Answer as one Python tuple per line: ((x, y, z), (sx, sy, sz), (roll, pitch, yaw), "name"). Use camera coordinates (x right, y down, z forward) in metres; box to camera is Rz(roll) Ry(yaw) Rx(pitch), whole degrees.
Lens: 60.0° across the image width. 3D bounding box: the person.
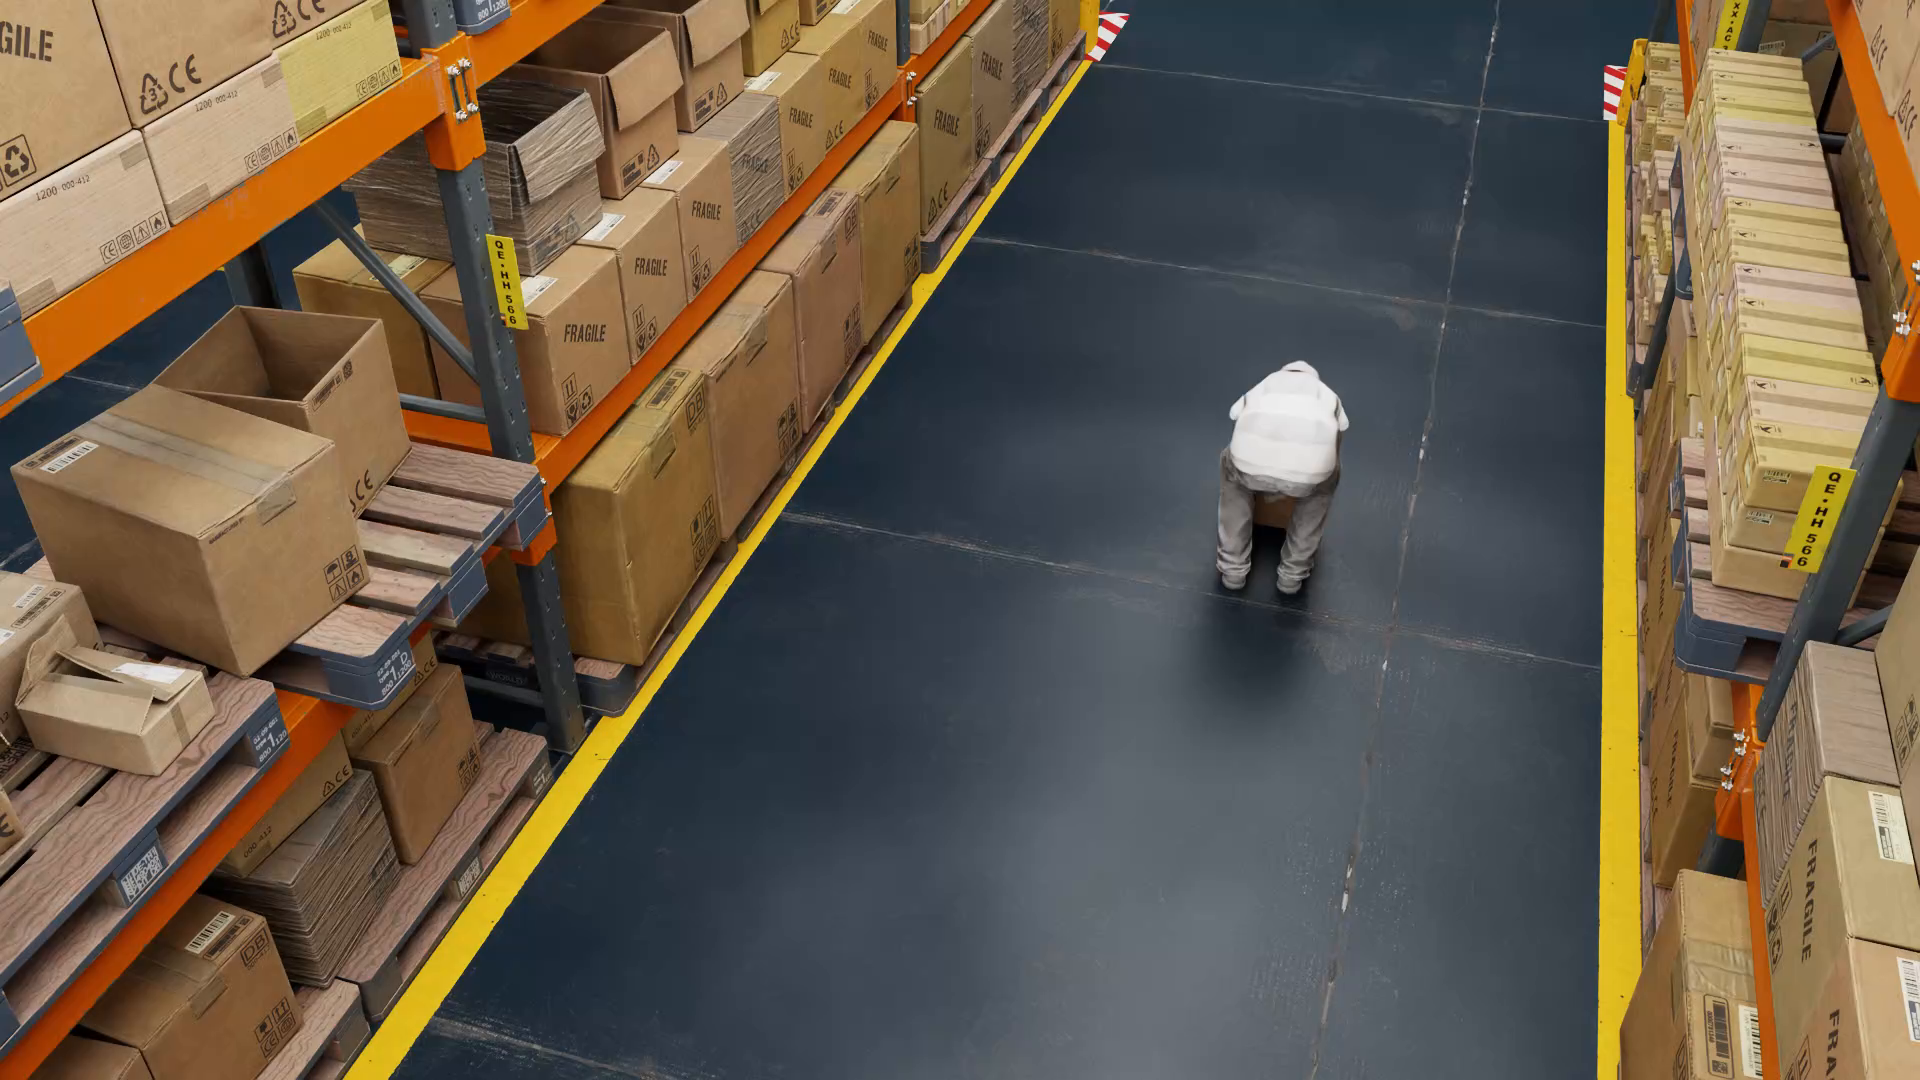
((1.397, -0.318, 7.245), (0.519, 0.960, 0.982), (9, 38, 12), "person")
